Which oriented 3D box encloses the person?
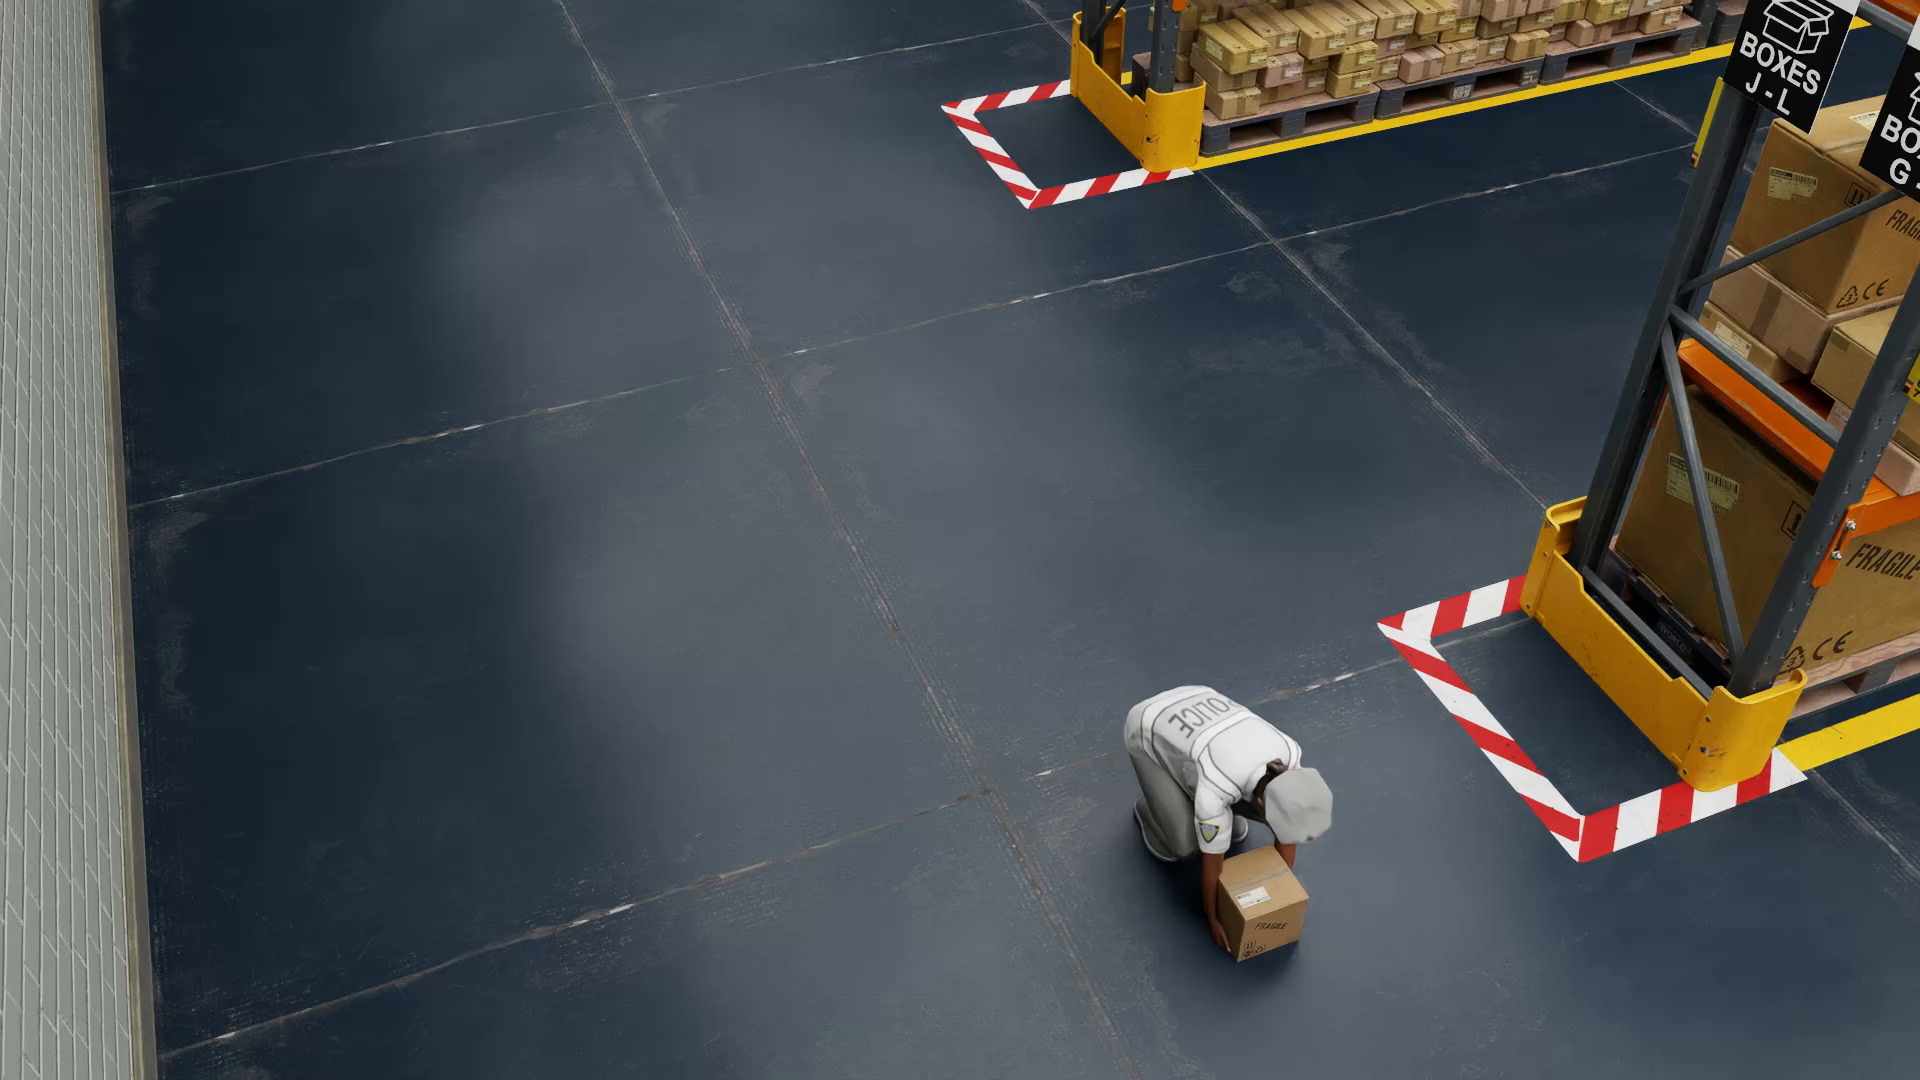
[{"bbox_3d":[0.924,0.908,5.868,0.473,0.852,0.895,-16,44,-17],"label":"person"}]
